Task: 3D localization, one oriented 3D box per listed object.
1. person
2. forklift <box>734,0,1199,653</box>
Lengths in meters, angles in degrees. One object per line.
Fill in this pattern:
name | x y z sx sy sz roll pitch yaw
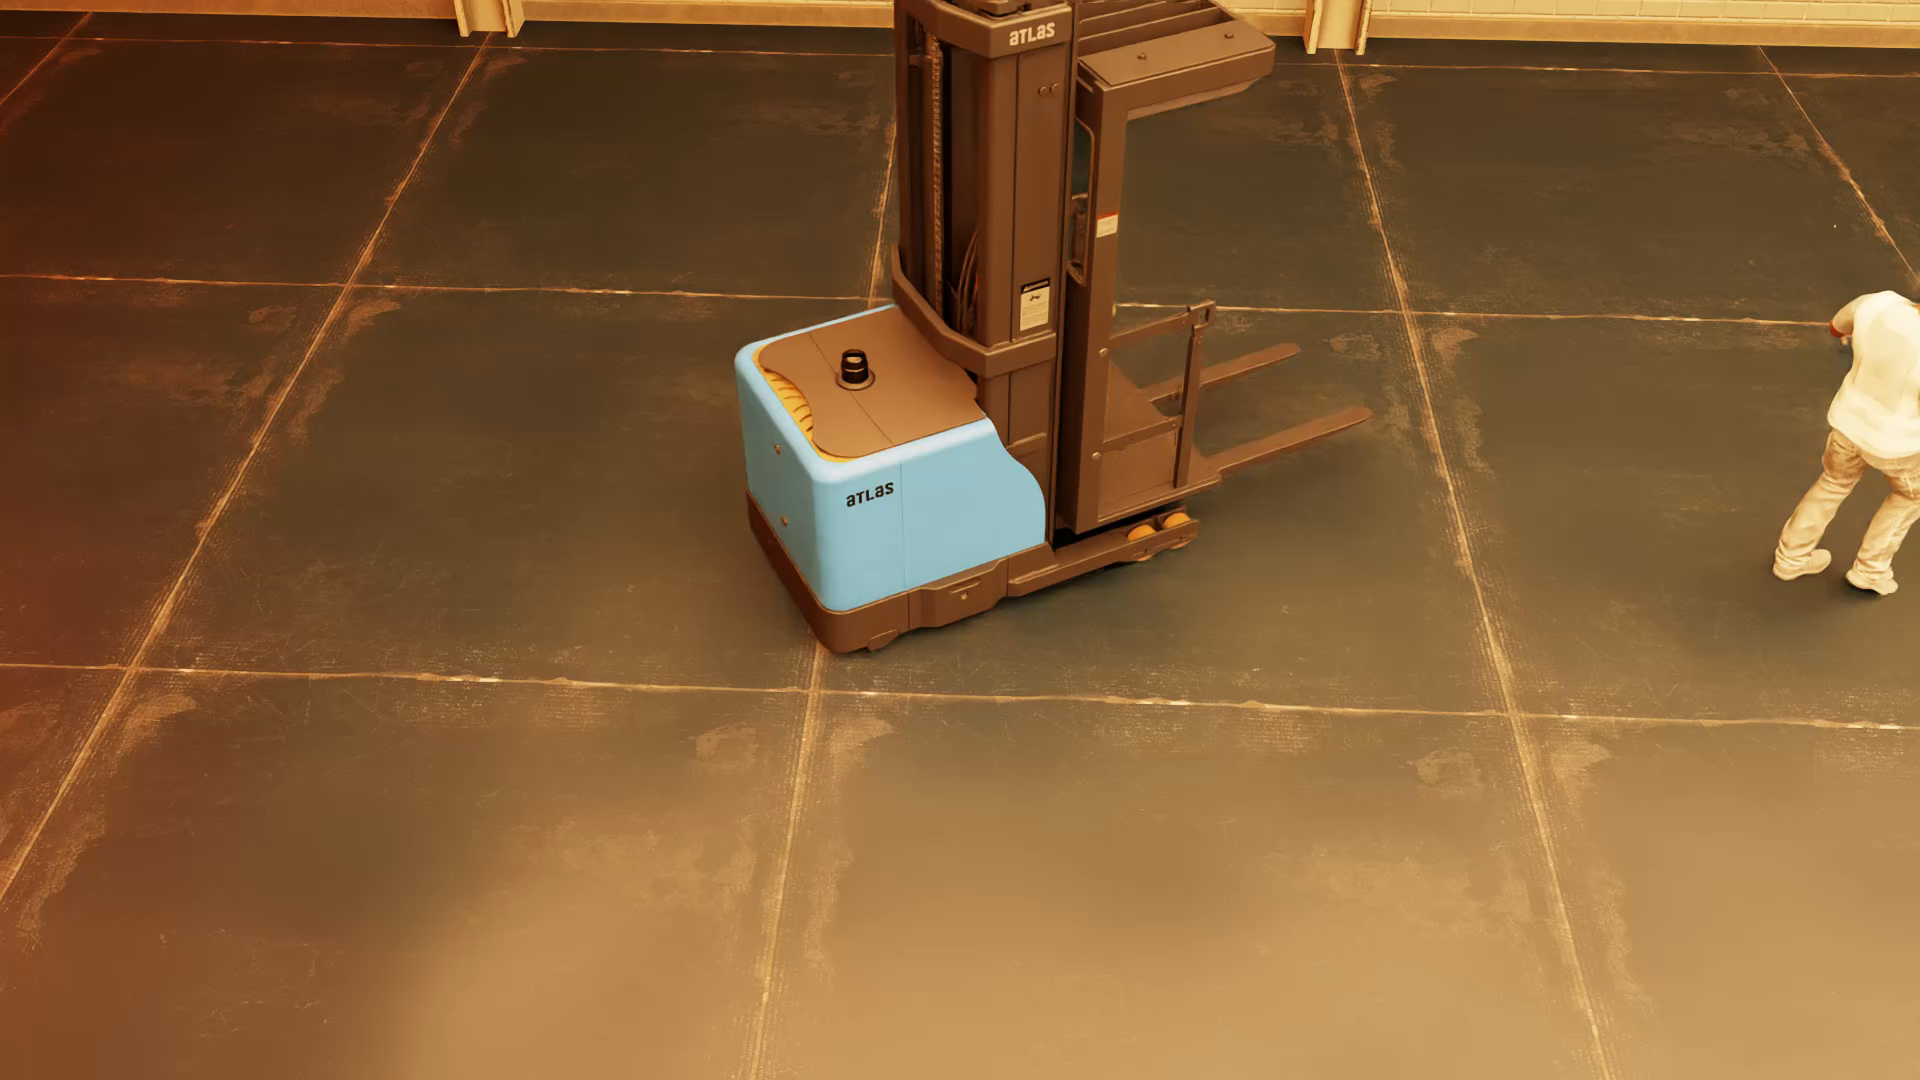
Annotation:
person | 4.029 -0.472 7.190 0.532 1.773 0.998 -16 45 -17
forklift | 0.553 -1.286 7.151 3.031 2.935 1.130 -19 46 -19
